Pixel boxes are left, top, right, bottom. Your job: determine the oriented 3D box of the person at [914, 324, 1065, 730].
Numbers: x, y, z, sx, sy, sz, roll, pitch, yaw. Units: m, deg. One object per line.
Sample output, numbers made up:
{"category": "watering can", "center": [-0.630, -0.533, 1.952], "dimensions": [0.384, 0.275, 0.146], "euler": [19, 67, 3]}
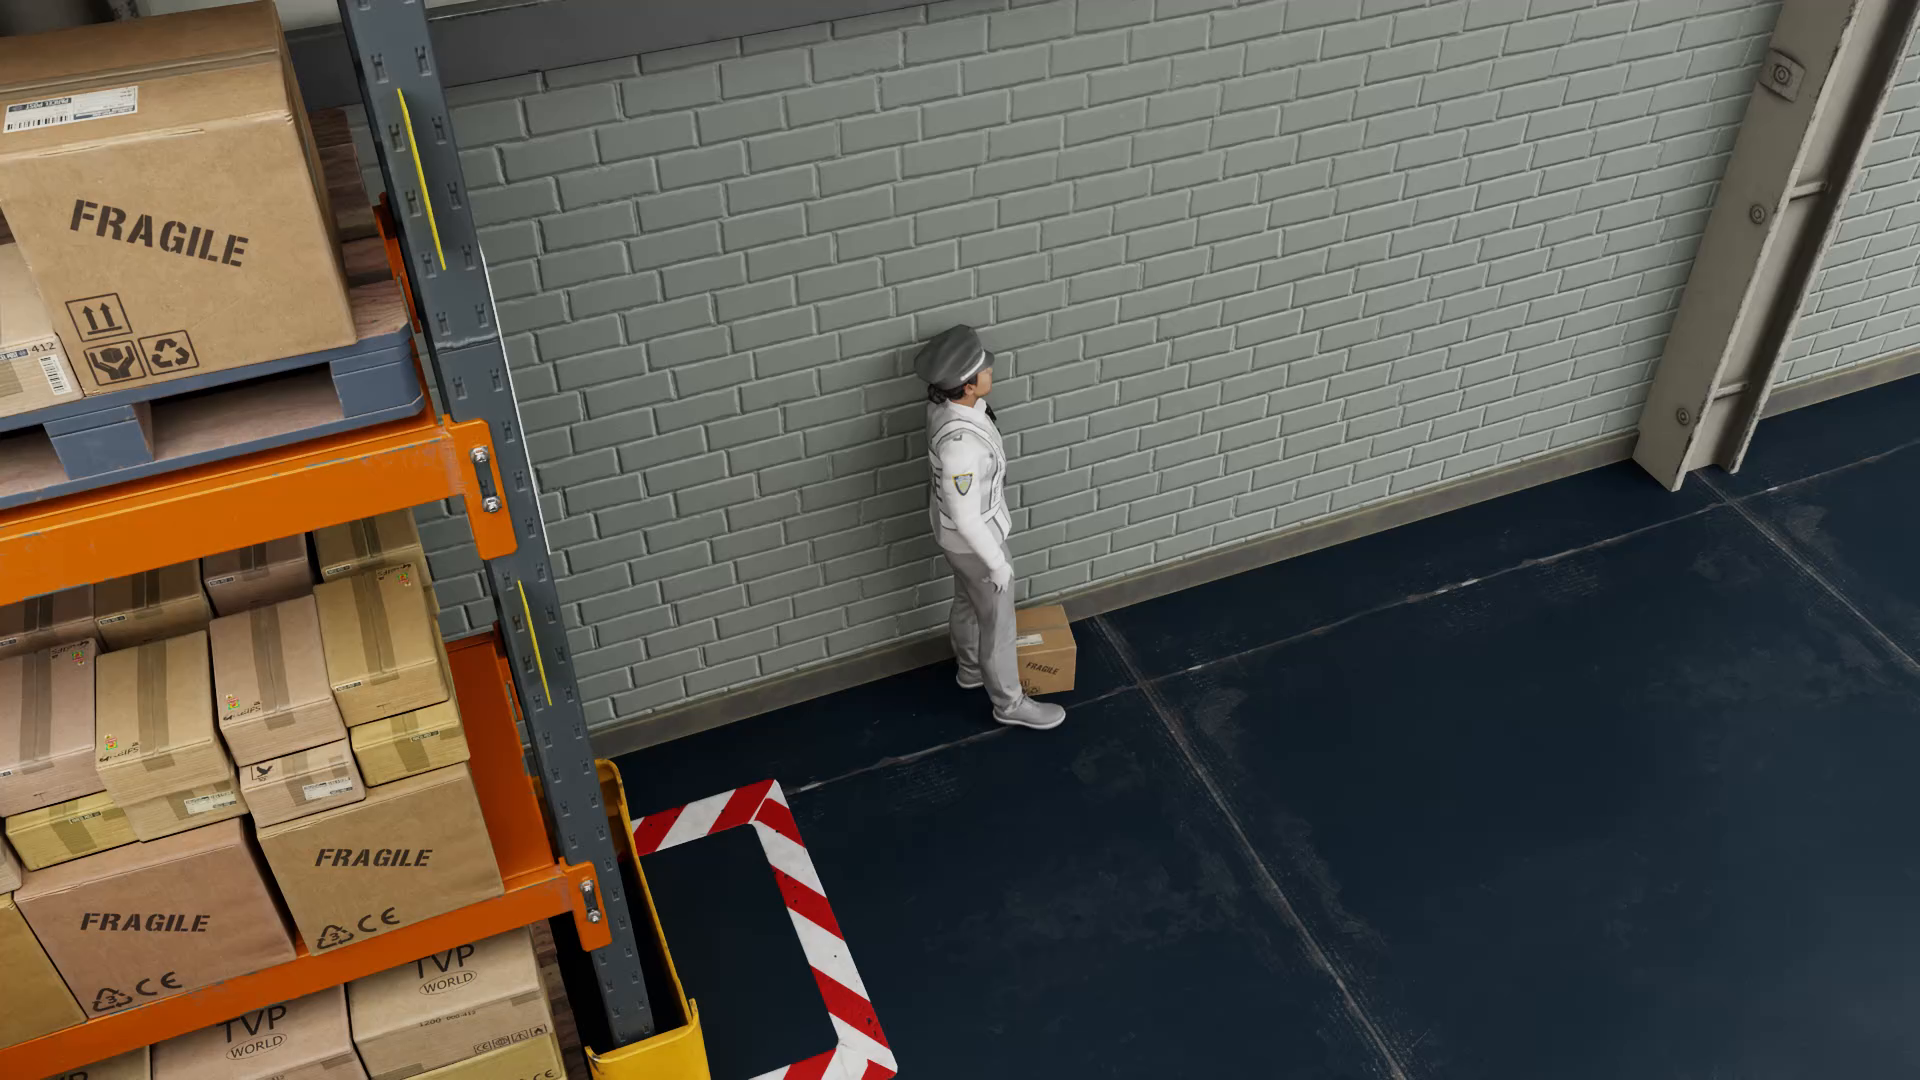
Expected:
{"category": "person", "center": [0.117, -0.052, 6.179], "dimensions": [0.531, 1.694, 0.586], "euler": [-6, 42, -7]}
